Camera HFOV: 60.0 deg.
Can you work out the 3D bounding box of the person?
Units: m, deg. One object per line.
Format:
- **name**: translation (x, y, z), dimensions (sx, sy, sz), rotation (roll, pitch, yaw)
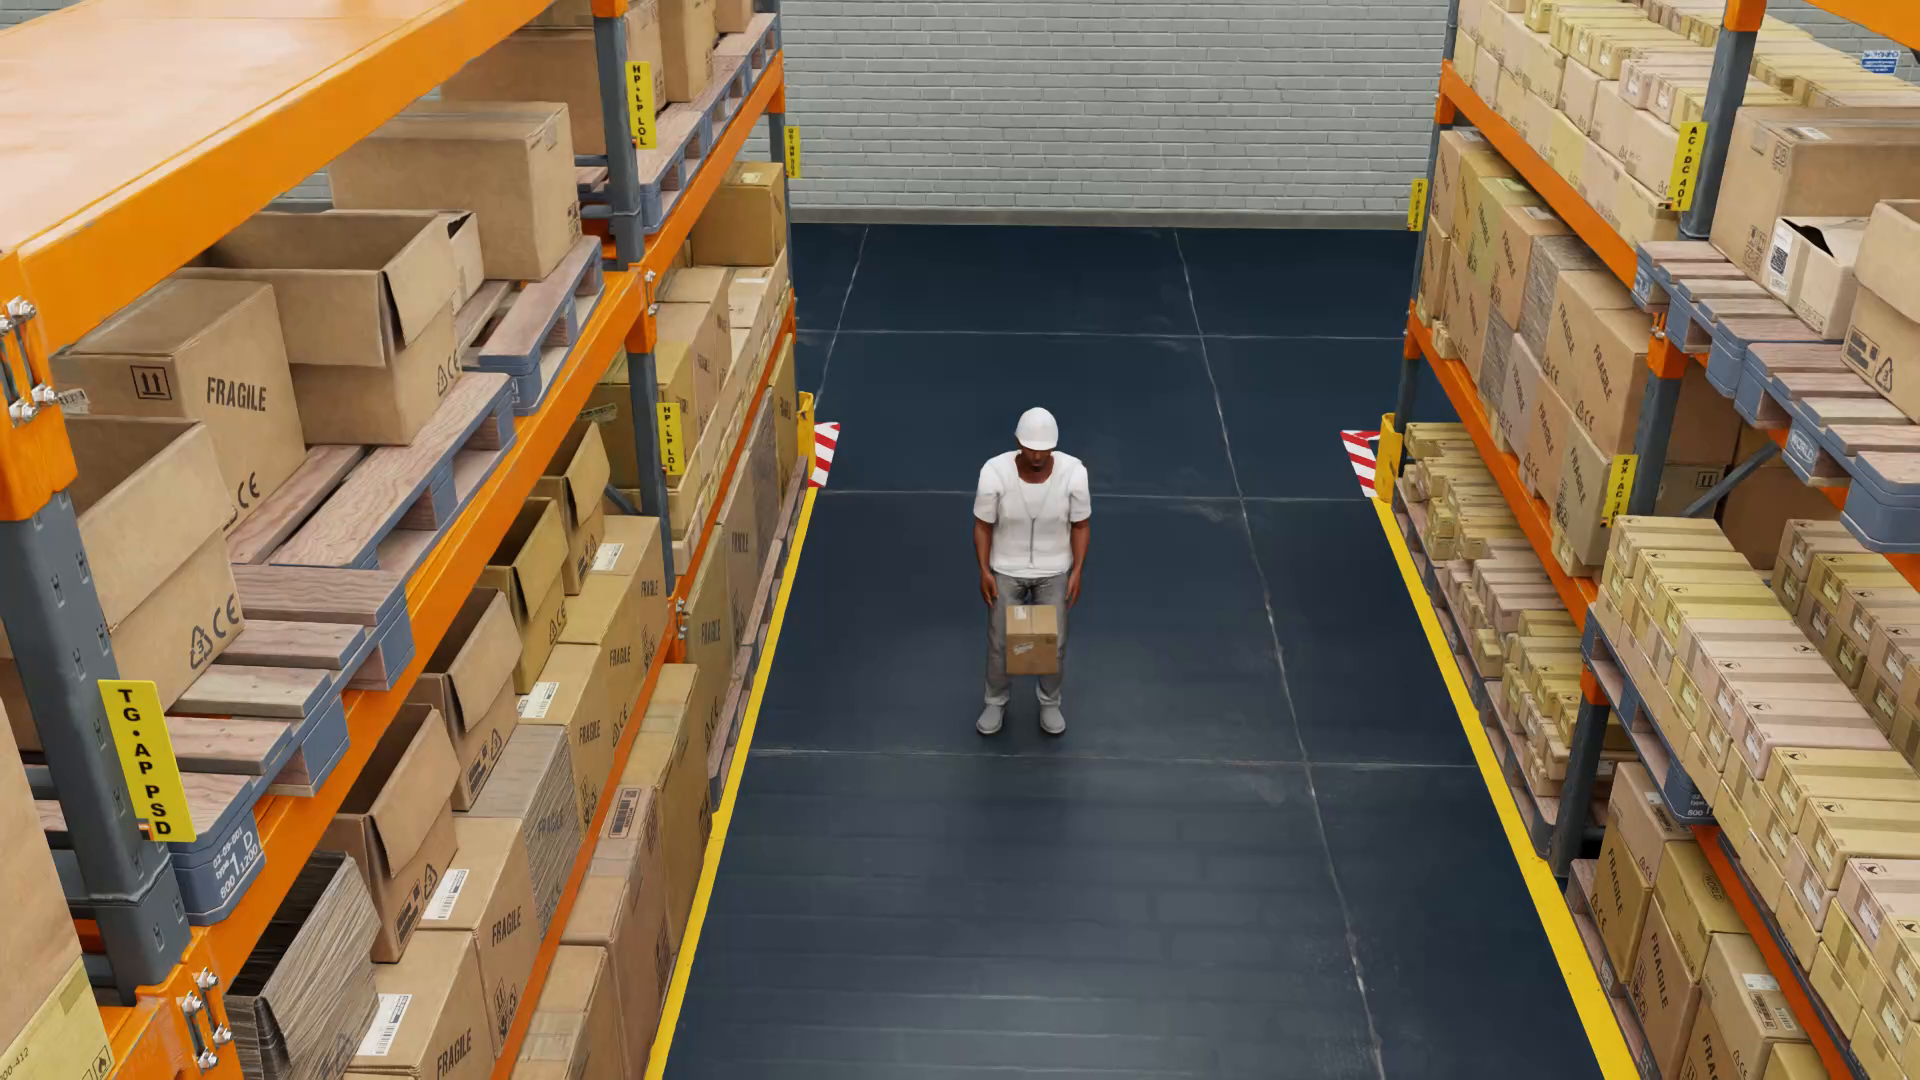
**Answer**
- **person**: translation (0.356, 0.149, 8.314), dimensions (0.583, 1.766, 0.422), rotation (0, 28, 1)
